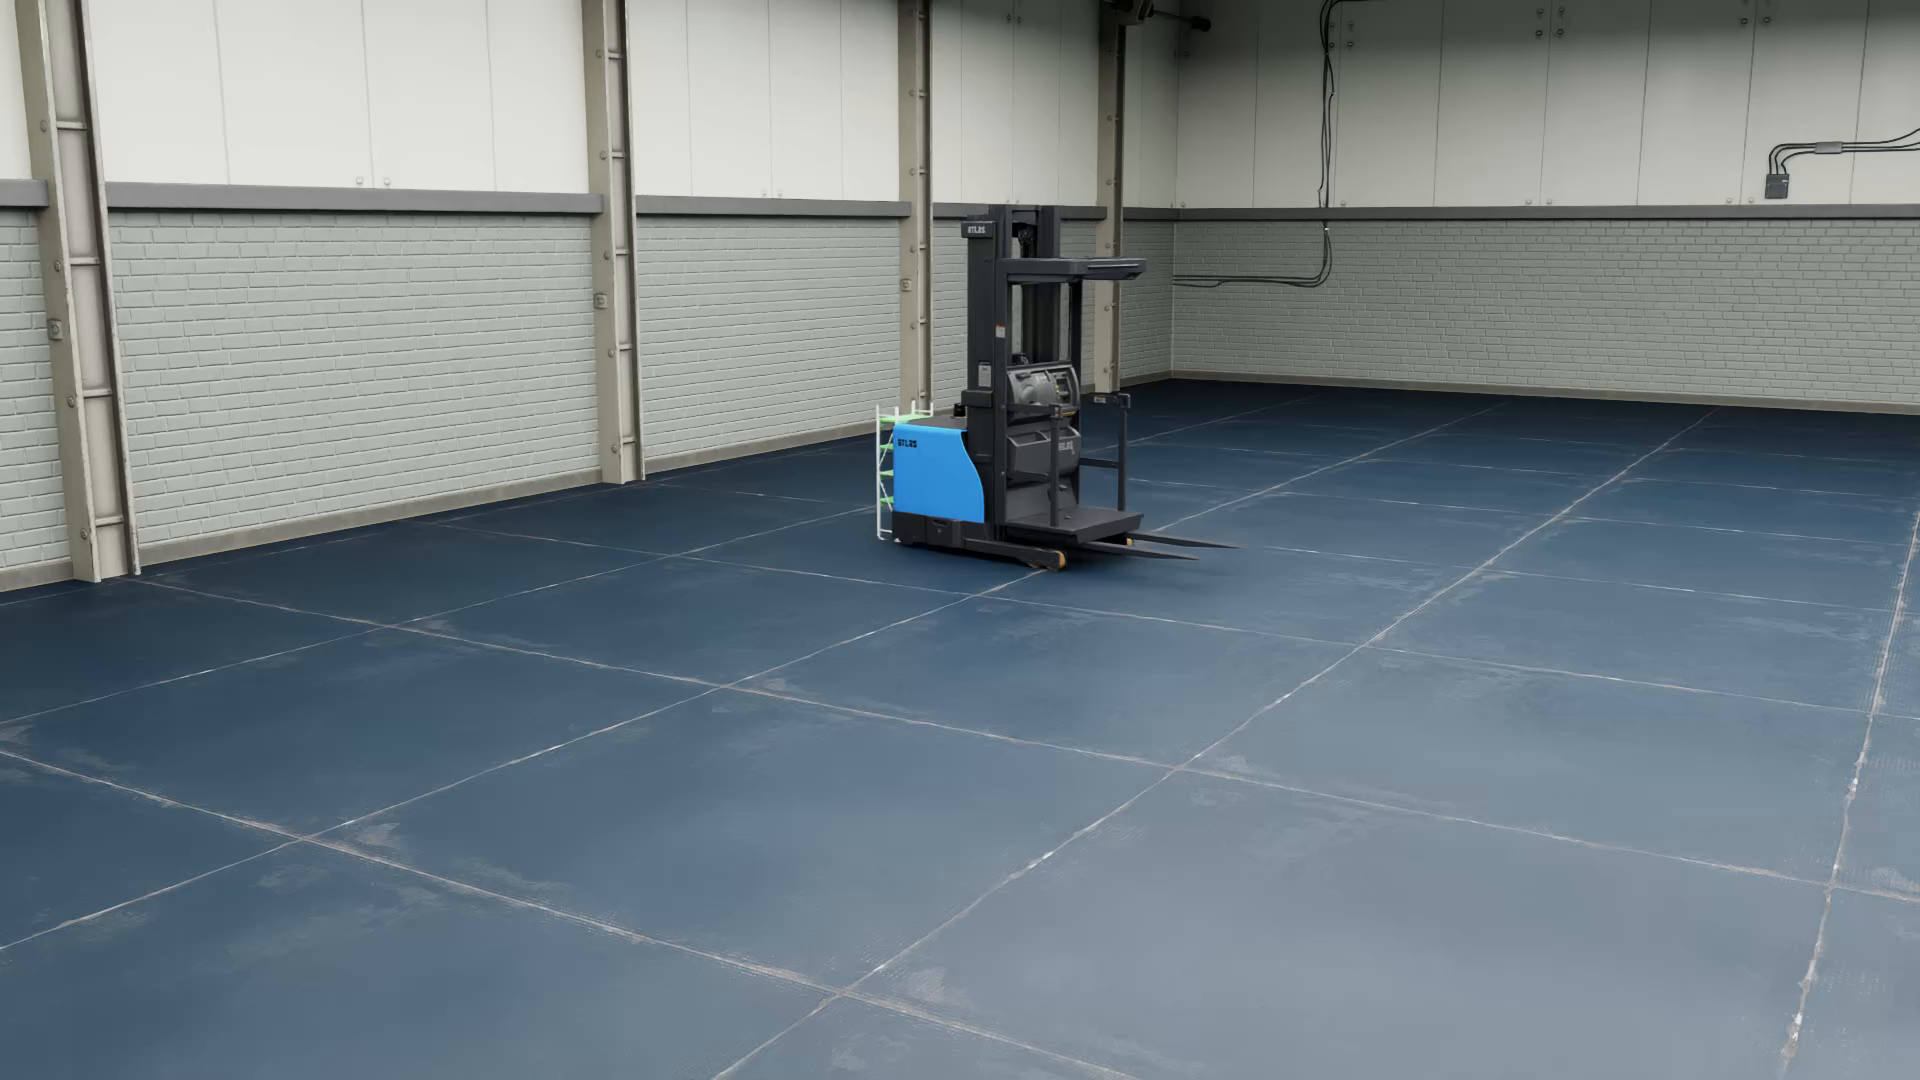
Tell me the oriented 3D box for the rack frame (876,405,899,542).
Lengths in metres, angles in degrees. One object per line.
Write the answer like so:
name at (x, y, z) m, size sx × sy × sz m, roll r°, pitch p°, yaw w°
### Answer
rack frame at (-0.641, -0.588, 14.749) m, size 0.240 × 1.200 × 0.015 m, roll 8°, pitch 13°, yaw 37°

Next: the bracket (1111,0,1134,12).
bracket at (2.597, -8.635, 26.758) m, size 0.235 × 0.232 × 0.430 m, roll 6°, pitch 12°, yaw 31°

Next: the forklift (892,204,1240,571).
forklift at (0.868, -1.298, 13.835) m, size 3.031 × 2.935 × 1.130 m, roll 8°, pitch 14°, yaw 38°

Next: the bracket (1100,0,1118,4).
bracket at (1.259, -8.230, 24.593) m, size 0.076 × 0.066 × 4.783 m, roll 6°, pitch 12°, yaw 31°

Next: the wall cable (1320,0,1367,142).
wall cable at (7.481, -8.000, 27.859) m, size 3.097 × 2.526 × 0.112 m, roll 6°, pitch 12°, yaw 31°

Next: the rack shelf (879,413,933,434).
rack shelf at (-0.490, -1.032, 14.860) m, size 0.258 × 0.148 × 0.480 m, roll 8°, pitch 13°, yaw 37°

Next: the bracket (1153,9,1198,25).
bracket at (3.951, -9.046, 28.950) m, size 0.076 × 0.066 × 3.189 m, roll 6°, pitch 12°, yaw 31°

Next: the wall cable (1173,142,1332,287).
wall cable at (5.168, -5.776, 29.705) m, size 3.097 × 2.526 × 0.112 m, roll 6°, pitch 12°, yaw 31°

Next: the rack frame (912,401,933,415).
rack frame at (-0.339, -0.658, 15.125) m, size 0.240 × 1.200 × 0.015 m, roll 8°, pitch 13°, yaw 37°

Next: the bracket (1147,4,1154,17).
bracket at (3.028, -8.766, 27.455) m, size 0.235 × 0.232 × 0.430 m, roll 6°, pitch 12°, yaw 31°

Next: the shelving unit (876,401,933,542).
shelving unit at (-0.490, -0.623, 14.937) m, size 0.258 × 1.200 × 0.503 m, roll 8°, pitch 13°, yaw 37°

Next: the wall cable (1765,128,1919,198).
wall cable at (13.274, -8.064, 24.248) m, size 2.305 × 6.003 × 0.169 m, roll 6°, pitch 12°, yaw 31°

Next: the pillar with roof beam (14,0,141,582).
pillar with roof beam at (-3.157, -3.723, 10.301) m, size 9.100 × 9.000 × 0.400 m, roll 6°, pitch 12°, yaw 31°

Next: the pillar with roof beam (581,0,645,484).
pillar with roof beam at (-0.042, -4.667, 15.341) m, size 9.100 × 9.000 × 0.400 m, roll 6°, pitch 12°, yaw 31°

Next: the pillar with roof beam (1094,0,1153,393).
pillar with roof beam at (6.188, -6.554, 25.422) m, size 9.100 × 9.000 × 0.548 m, roll 6°, pitch 12°, yaw 31°

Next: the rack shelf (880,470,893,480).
rack shelf at (-0.490, -0.560, 14.949) m, size 0.258 × 0.148 × 0.480 m, roll 8°, pitch 13°, yaw 37°

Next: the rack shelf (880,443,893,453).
rack shelf at (-0.490, -0.796, 14.904) m, size 0.258 × 0.148 × 0.480 m, roll 8°, pitch 13°, yaw 37°

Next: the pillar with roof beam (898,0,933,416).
pillar with roof beam at (3.073, -5.610, 20.382) m, size 9.100 × 9.000 × 0.400 m, roll 6°, pitch 12°, yaw 31°

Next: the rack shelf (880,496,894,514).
rack shelf at (-0.490, -0.324, 14.993) m, size 0.258 × 0.148 × 0.480 m, roll 8°, pitch 13°, yaw 37°

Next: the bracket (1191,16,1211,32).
bracket at (4.258, -9.139, 29.446) m, size 0.235 × 0.232 × 0.430 m, roll 6°, pitch 12°, yaw 31°
